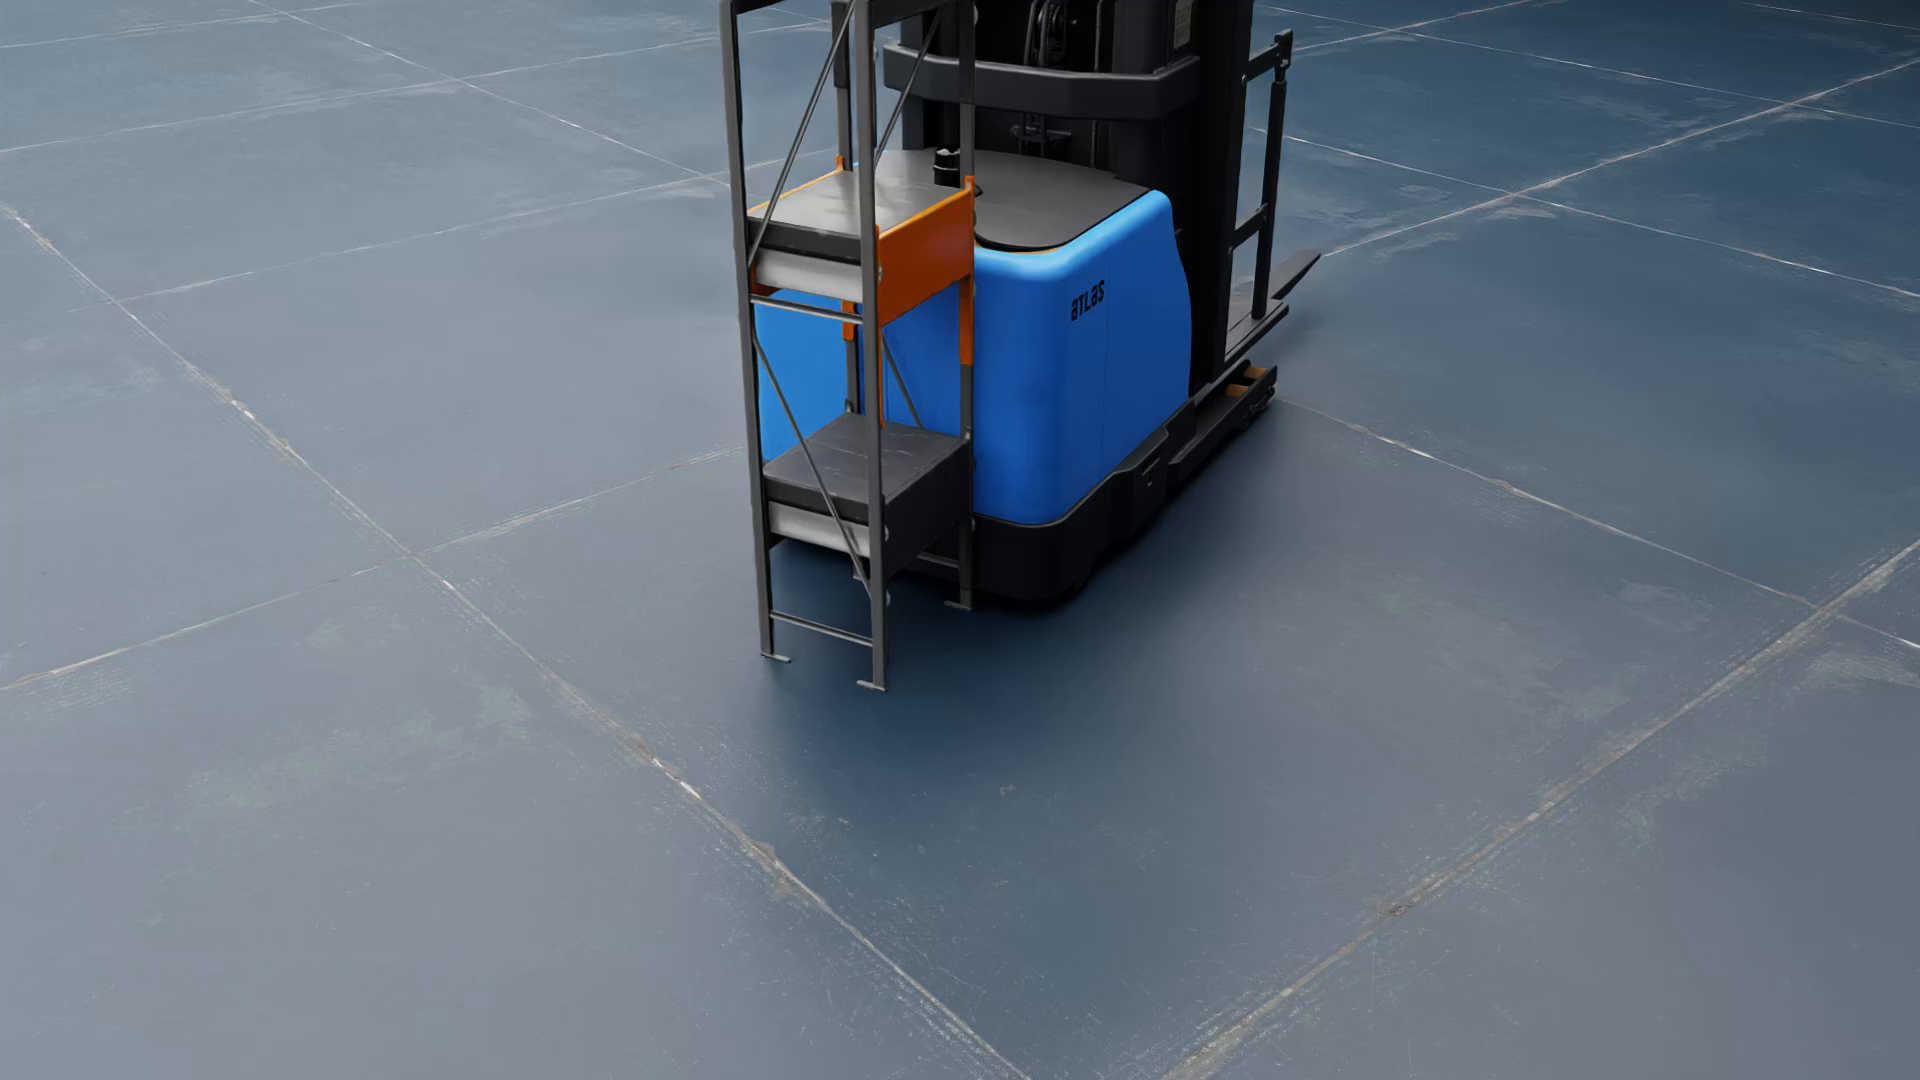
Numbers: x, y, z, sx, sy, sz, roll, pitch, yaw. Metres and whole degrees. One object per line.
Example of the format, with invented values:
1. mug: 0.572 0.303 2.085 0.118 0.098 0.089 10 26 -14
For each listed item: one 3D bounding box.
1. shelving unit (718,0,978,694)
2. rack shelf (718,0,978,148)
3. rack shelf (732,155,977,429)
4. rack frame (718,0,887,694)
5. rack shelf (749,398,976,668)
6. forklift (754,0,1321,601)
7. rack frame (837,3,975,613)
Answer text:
1. shelving unit: -0.259 -0.660 4.257 0.431 2.100 0.503 14 31 25
2. rack shelf: -0.258 -1.265 3.934 0.431 0.518 0.480 14 31 25
3. rack shelf: -0.259 -0.648 4.264 0.431 0.518 0.480 14 31 25
4. rack frame: -0.375 -0.559 4.068 0.400 2.100 0.015 14 31 25
5. rack shelf: -0.259 -0.031 4.594 0.431 0.518 0.480 14 31 25
6. forklift: 0.516 -1.780 5.472 1.130 2.935 3.031 14 31 25
7. rack frame: -0.142 -0.761 4.447 0.400 2.100 0.015 14 31 25
